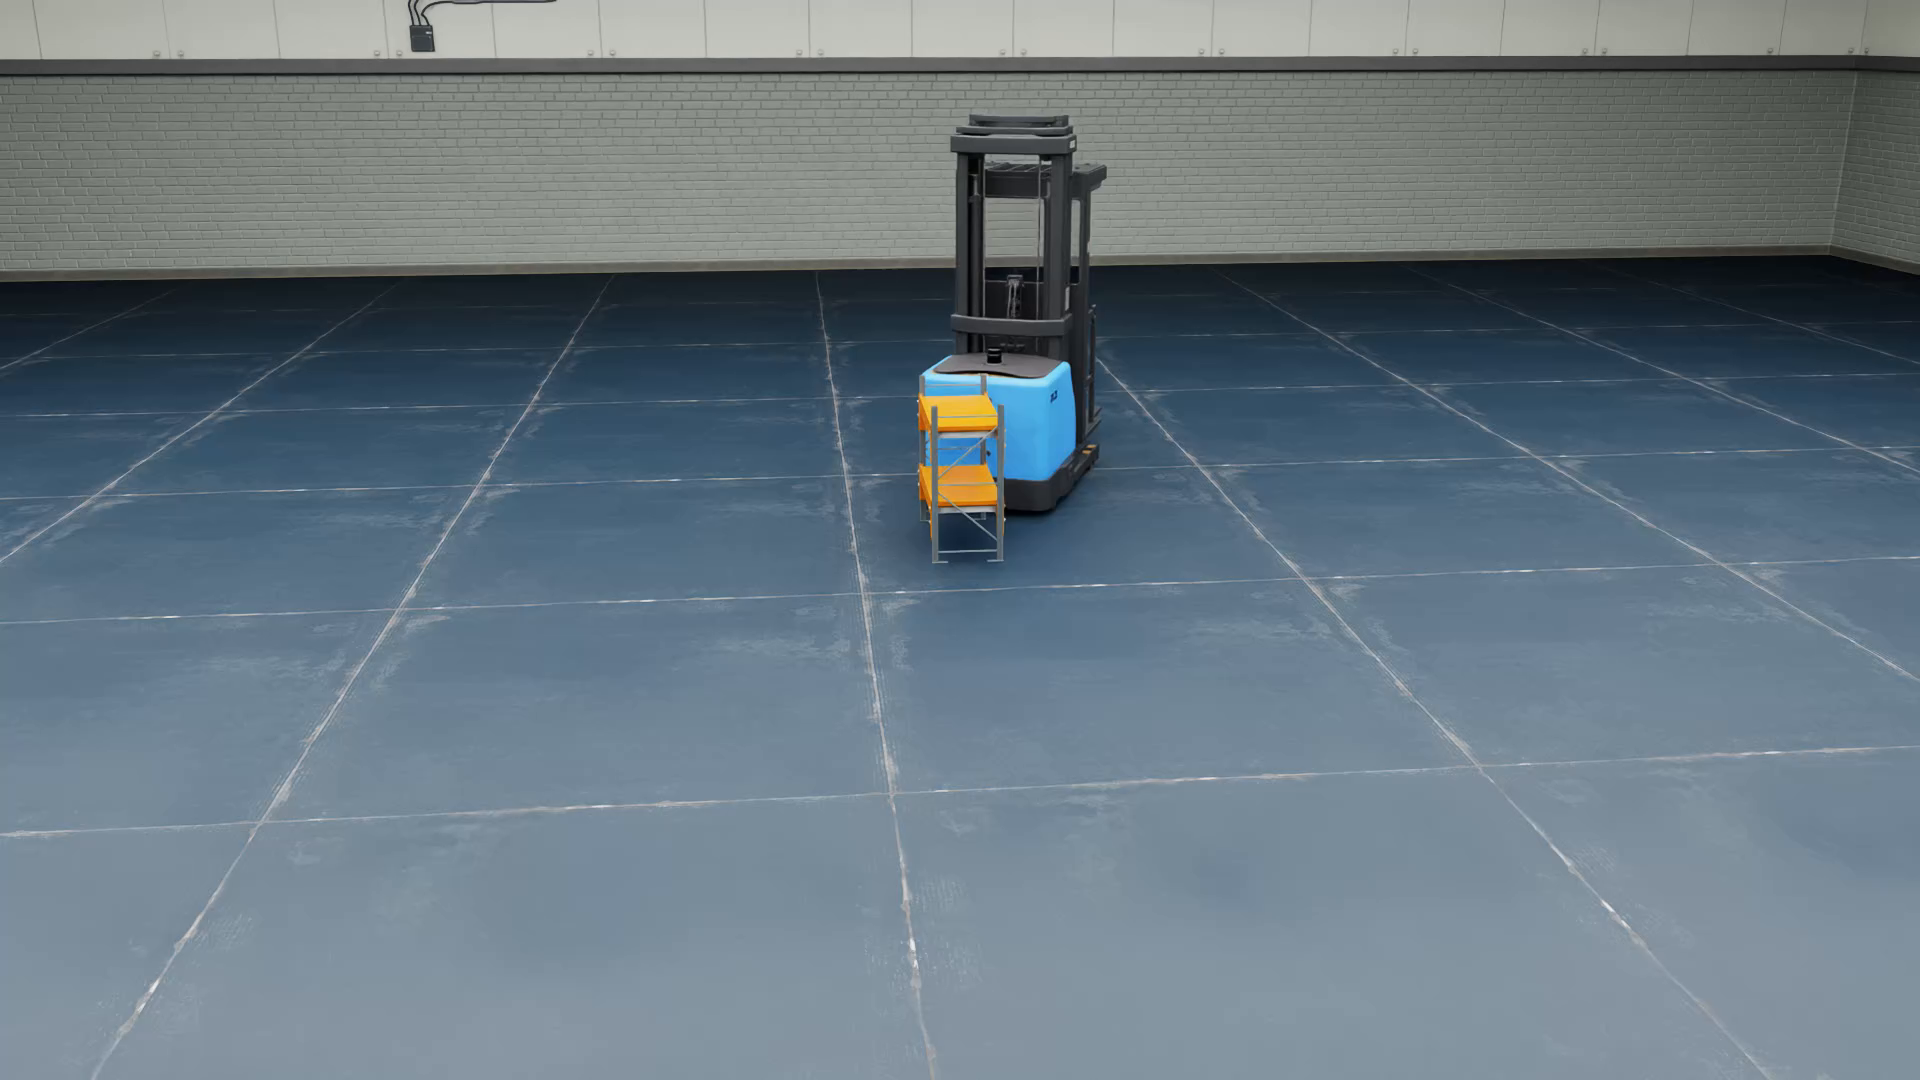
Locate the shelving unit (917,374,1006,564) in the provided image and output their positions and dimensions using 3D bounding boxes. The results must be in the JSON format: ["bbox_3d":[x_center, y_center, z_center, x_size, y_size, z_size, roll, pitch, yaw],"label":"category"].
[{"bbox_3d":[0.001,-0.535,12.002,0.538,1.125,1.048,-2,18,-6],"label":"shelving unit"}]

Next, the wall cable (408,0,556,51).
[{"bbox_3d":[-6.664,-9.870,22.913,2.305,6.003,0.169,-2,18,-6],"label":"wall cable"}]

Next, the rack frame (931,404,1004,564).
[{"bbox_3d":[0.053,-0.383,11.520,0.500,1.125,0.032,-2,18,-6],"label":"rack frame"}]

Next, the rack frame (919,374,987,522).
[{"bbox_3d":[-0.052,-0.686,12.485,0.500,1.125,0.032,-2,18,-6],"label":"rack frame"}]

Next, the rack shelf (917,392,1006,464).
[{"bbox_3d":[0.001,-0.814,11.915,0.538,0.278,1.000,-2,18,-6],"label":"rack shelf"}]

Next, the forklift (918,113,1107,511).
[{"bbox_3d":[0.568,-2.019,13.714,1.130,2.935,3.031,5,18,15],"label":"forklift"}]

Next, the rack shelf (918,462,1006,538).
[{"bbox_3d":[0.001,-0.301,12.075,0.538,0.278,1.000,-2,18,-6],"label":"rack shelf"}]
